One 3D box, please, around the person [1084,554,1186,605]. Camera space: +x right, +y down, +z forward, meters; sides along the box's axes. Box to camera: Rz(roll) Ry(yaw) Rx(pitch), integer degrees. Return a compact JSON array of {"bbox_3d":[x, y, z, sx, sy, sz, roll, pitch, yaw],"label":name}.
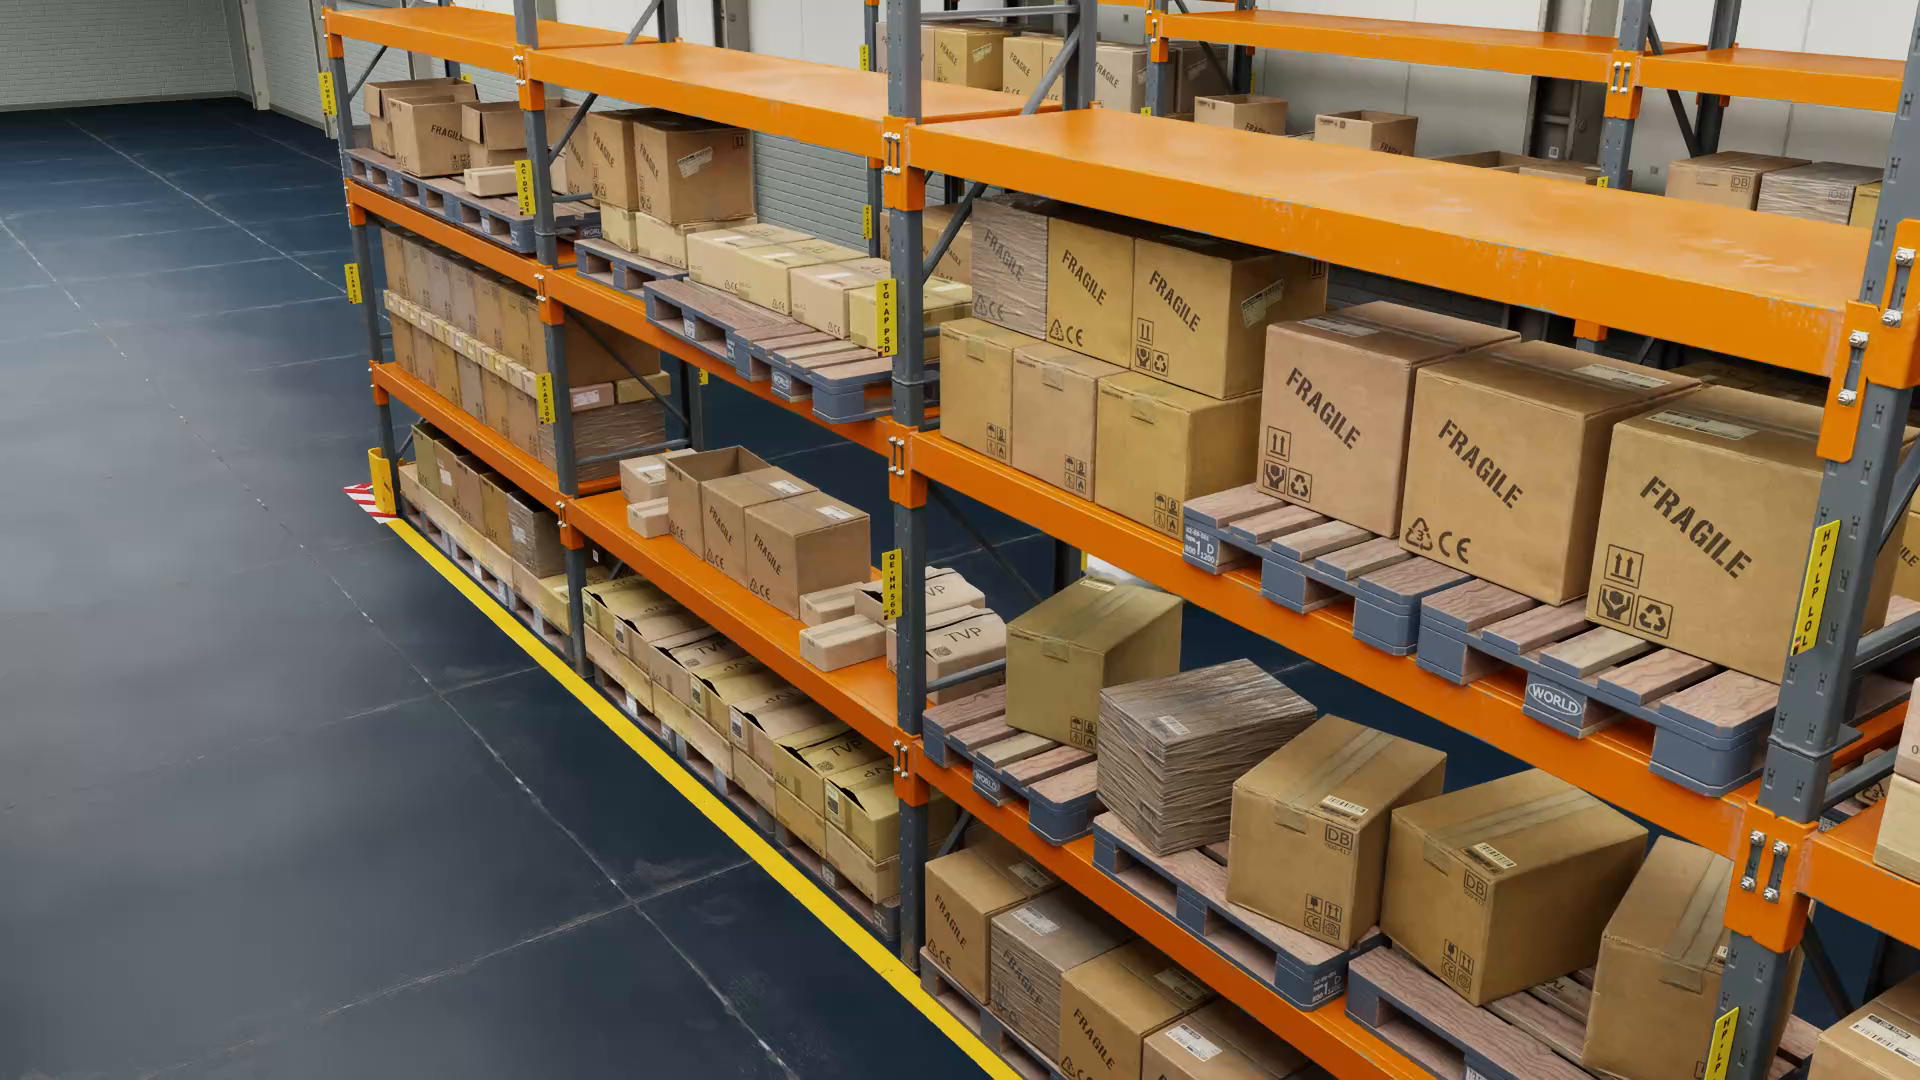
[{"bbox_3d":[1.302,0.195,12.228,0.910,0.796,0.520,-15,26,-34],"label":"person"}]
